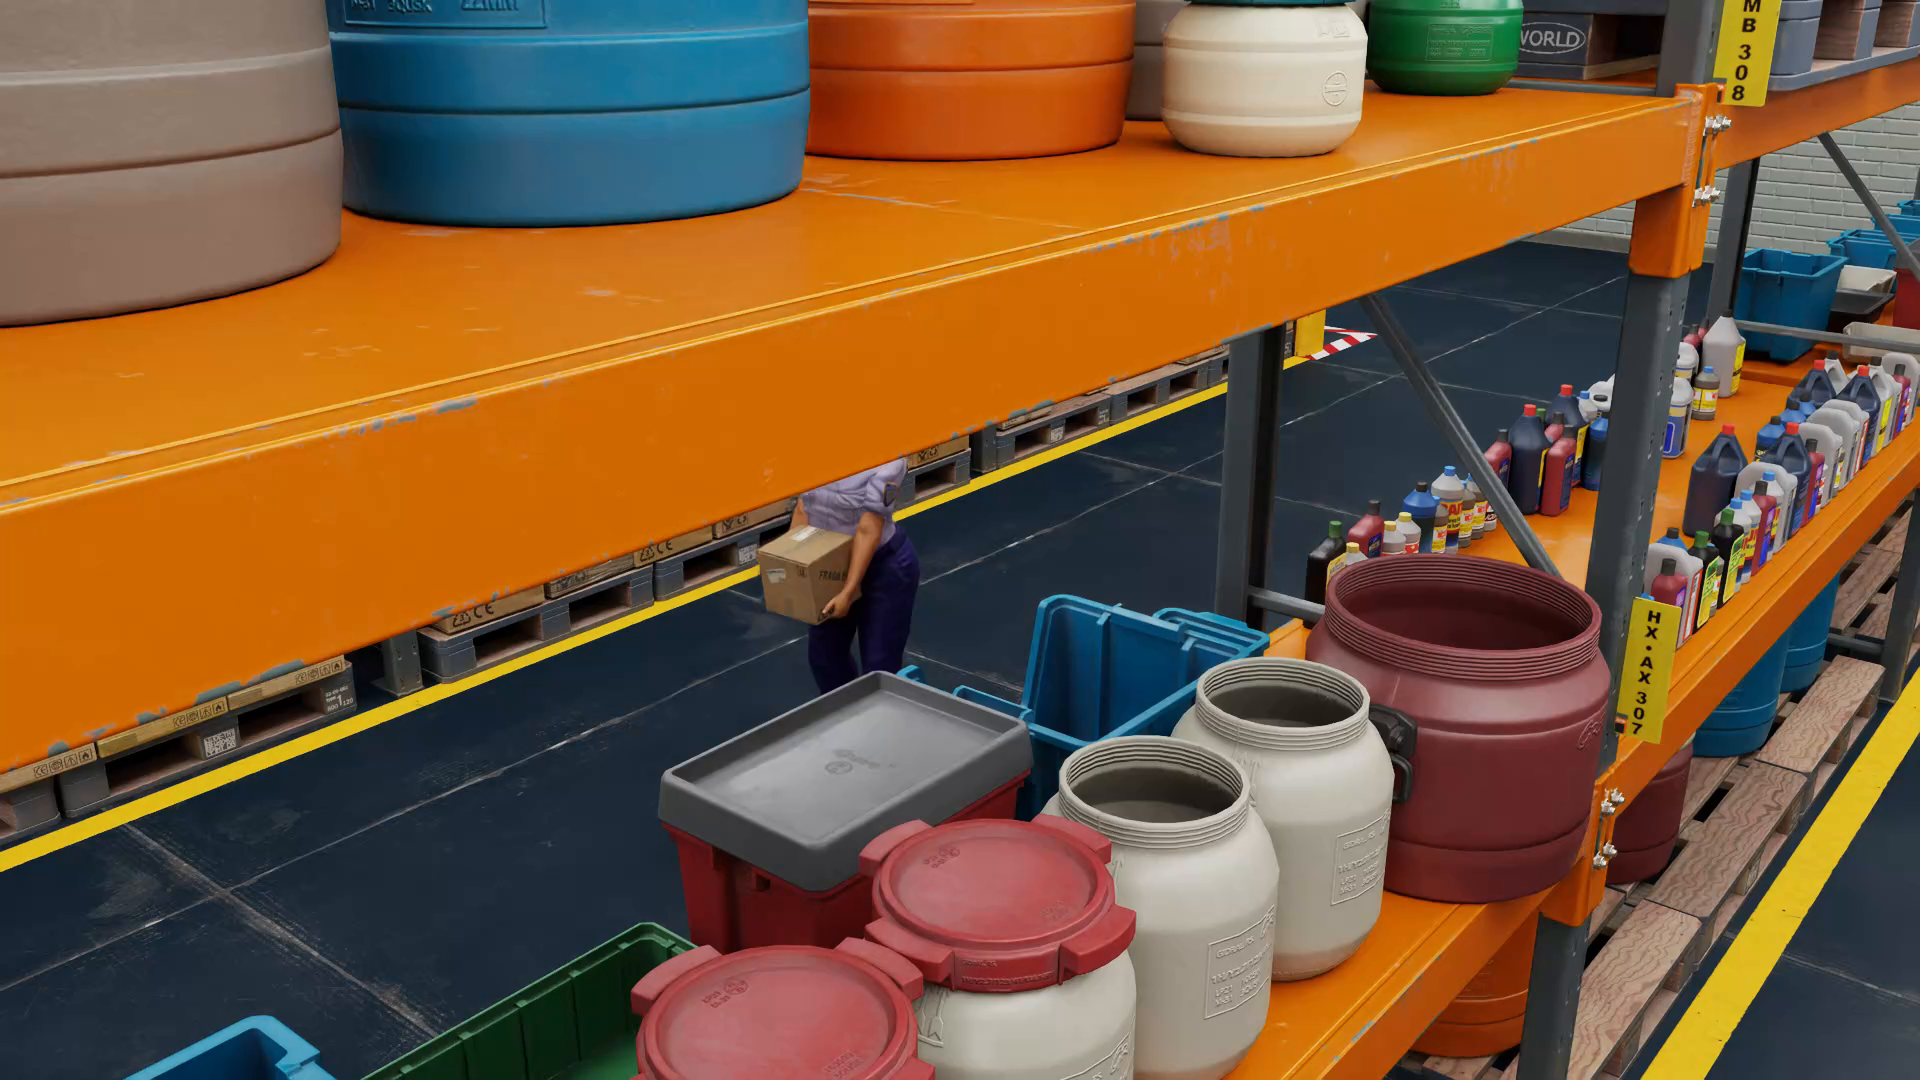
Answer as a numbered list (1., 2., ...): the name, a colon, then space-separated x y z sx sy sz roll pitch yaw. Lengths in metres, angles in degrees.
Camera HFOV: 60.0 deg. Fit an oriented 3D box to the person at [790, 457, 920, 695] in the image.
1. person: -0.416 0.167 6.191 0.435 1.627 0.544 15 25 35
